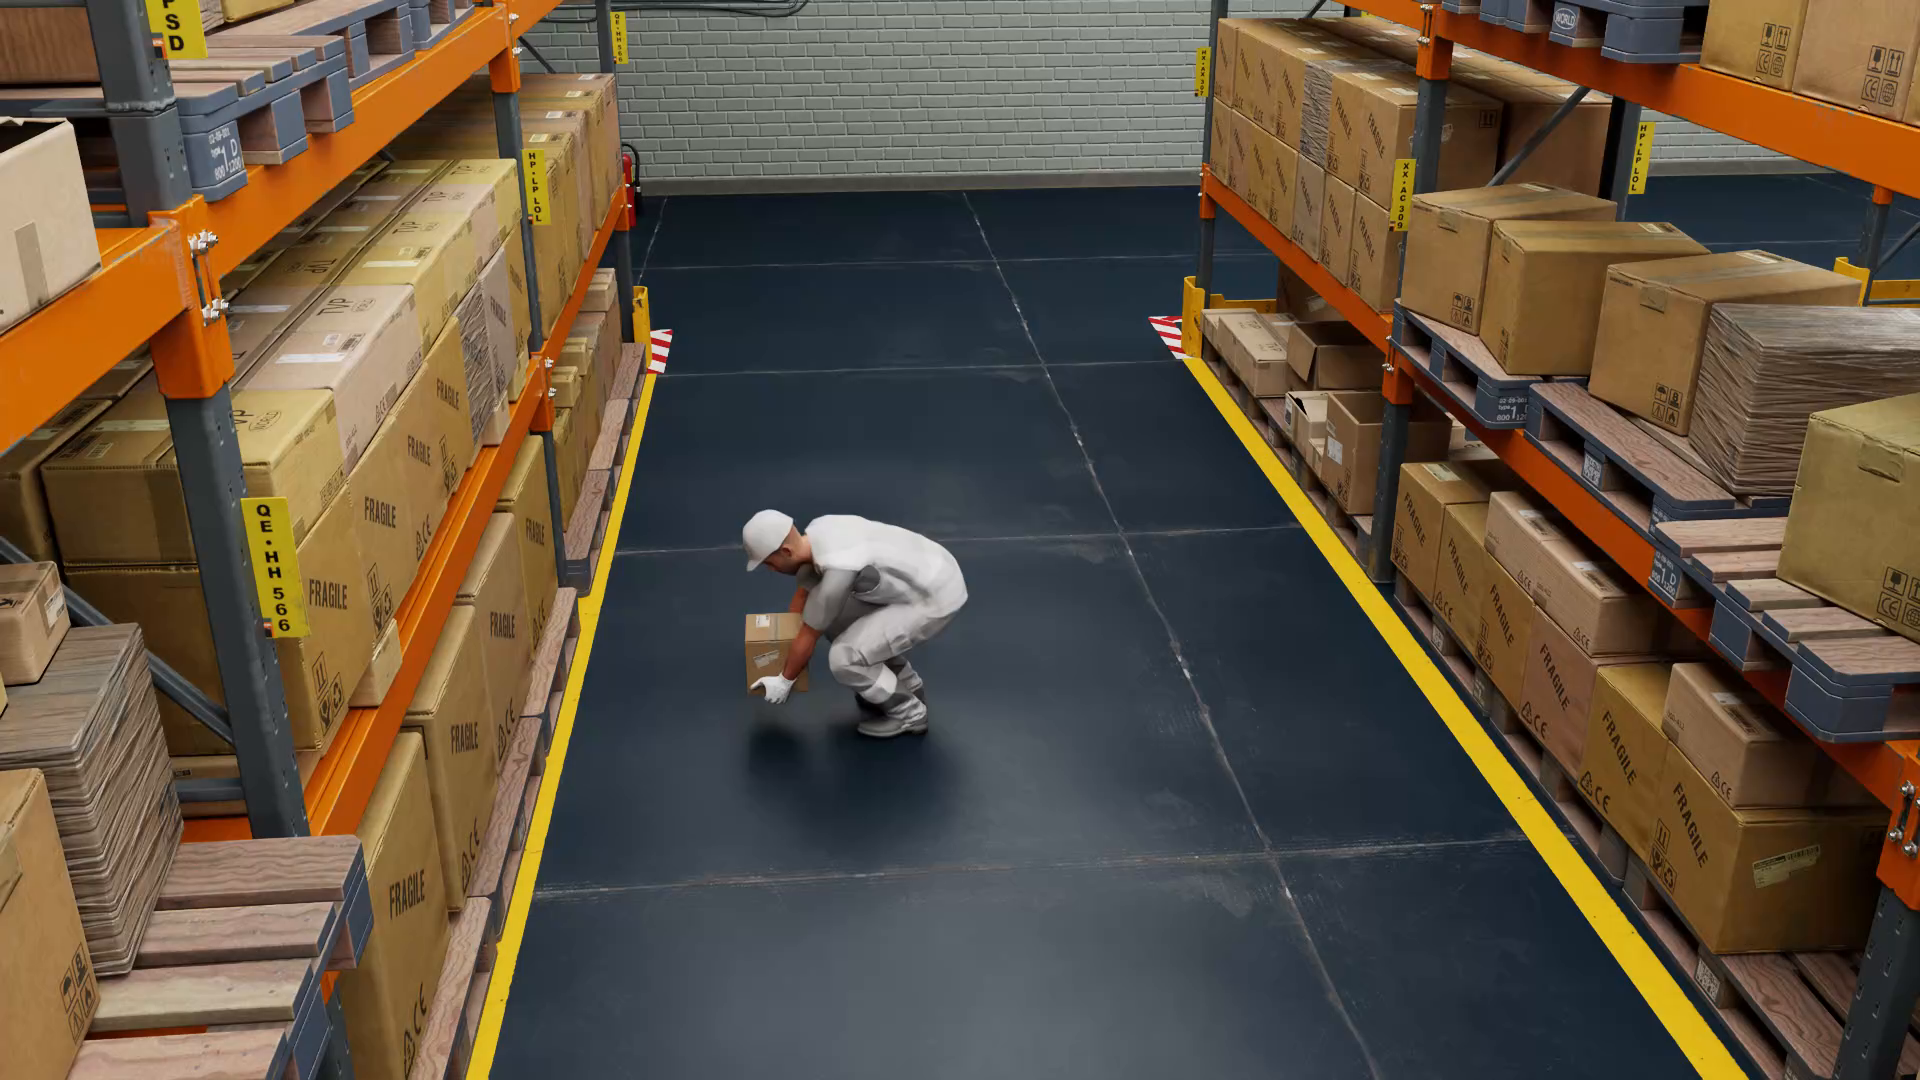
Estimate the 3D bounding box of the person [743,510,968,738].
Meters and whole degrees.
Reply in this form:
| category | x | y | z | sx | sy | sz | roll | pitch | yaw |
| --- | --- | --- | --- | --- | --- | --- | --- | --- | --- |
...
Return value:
| category | x | y | z | sx | sy | sz | roll | pitch | yaw |
| --- | --- | --- | --- | --- | --- | --- | --- | --- | --- |
| person | -0.424 | 0.309 | 6.869 | 0.909 | 0.990 | 0.530 | -3 | 24 | -7 |
